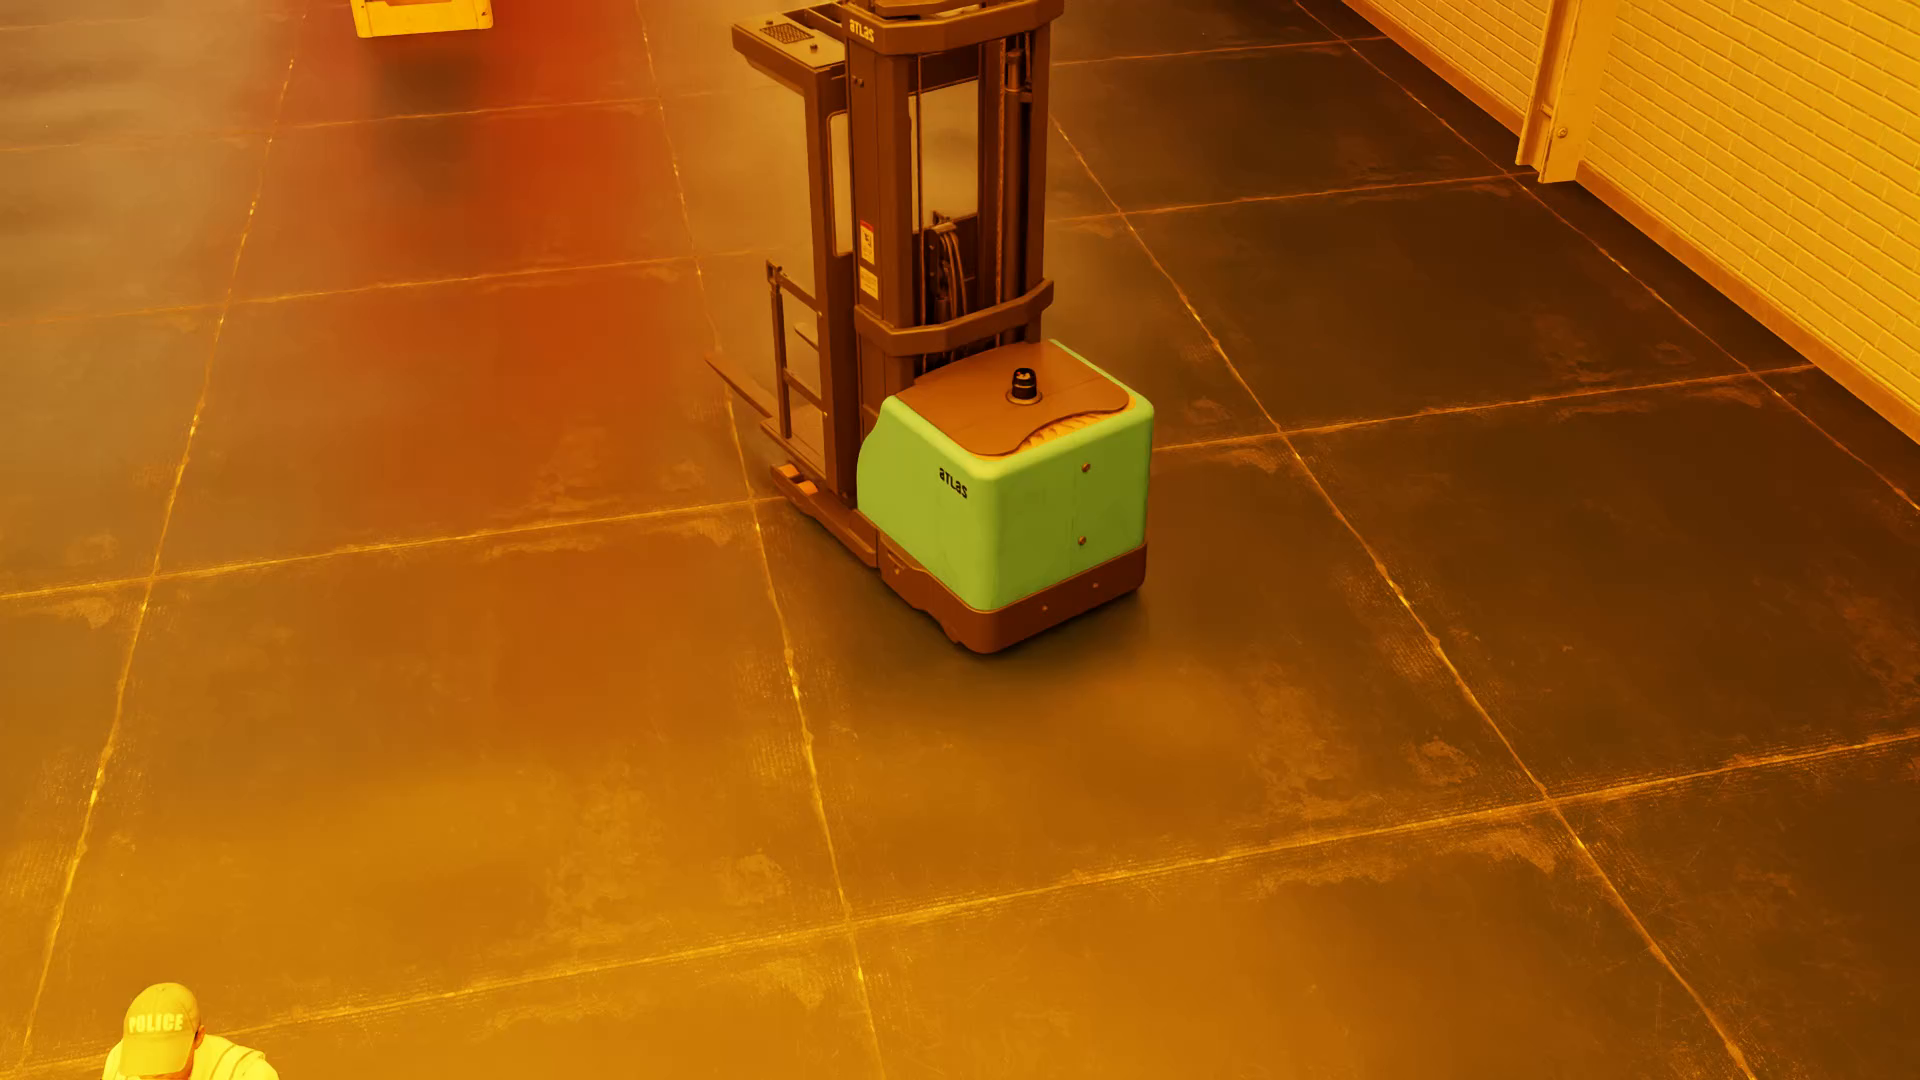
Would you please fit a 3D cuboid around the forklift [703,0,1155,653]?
[{"bbox_3d":[-0.350,-1.480,8.107,1.130,2.935,3.031,-22,41,-28],"label":"forklift"}]

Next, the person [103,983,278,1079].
[{"bbox_3d":[-2.064,1.878,4.511,0.598,1.670,0.529,2,36,3],"label":"person"}]
